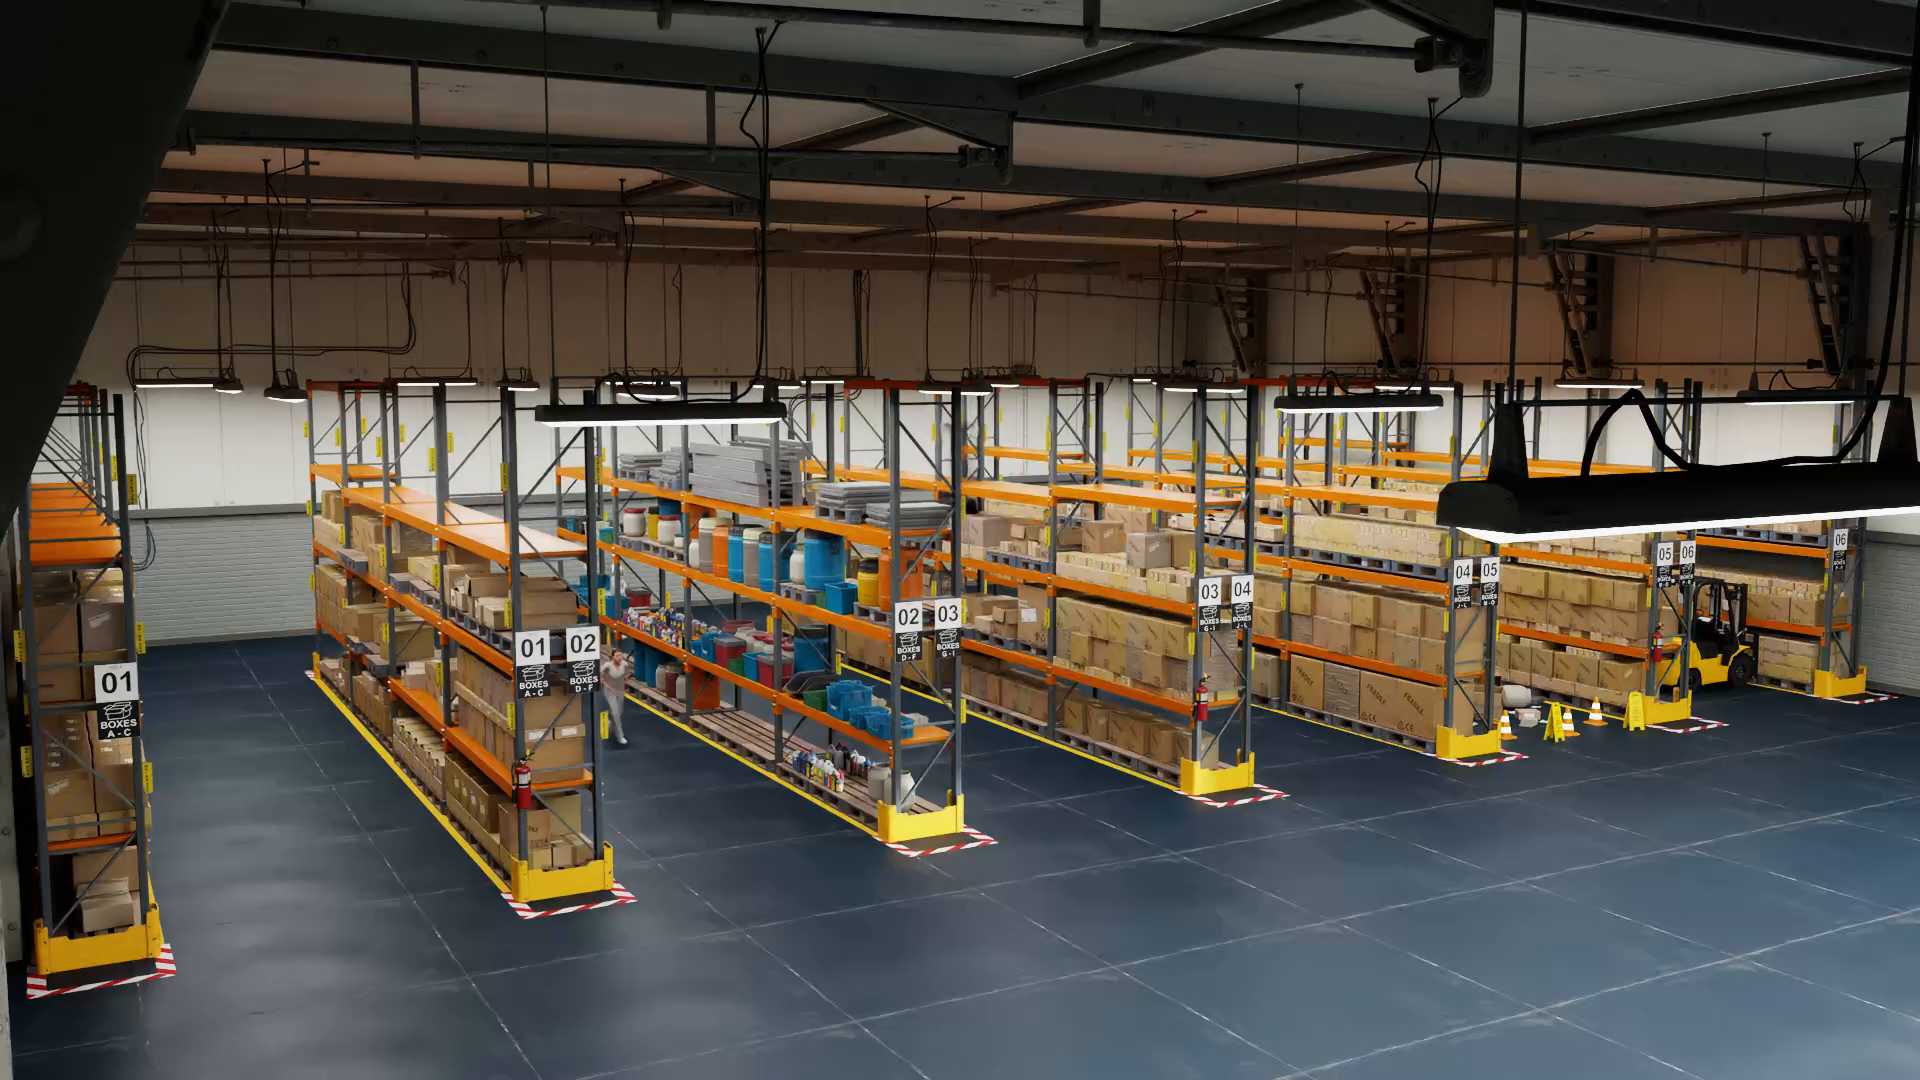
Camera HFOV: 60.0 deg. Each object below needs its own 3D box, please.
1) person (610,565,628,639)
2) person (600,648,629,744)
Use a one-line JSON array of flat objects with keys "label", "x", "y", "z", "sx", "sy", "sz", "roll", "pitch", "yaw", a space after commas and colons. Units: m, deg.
[{"label": "person", "x": -7.816, "y": 1.410, "z": 38.285, "sx": 0.578, "sy": 1.729, "sz": 0.659, "roll": -1, "pitch": 6, "yaw": -14}, {"label": "person", "x": -5.841, "y": 2.576, "z": 27.954, "sx": 0.538, "sy": 1.617, "sz": 0.786, "roll": -3, "pitch": 7, "yaw": -28}]
